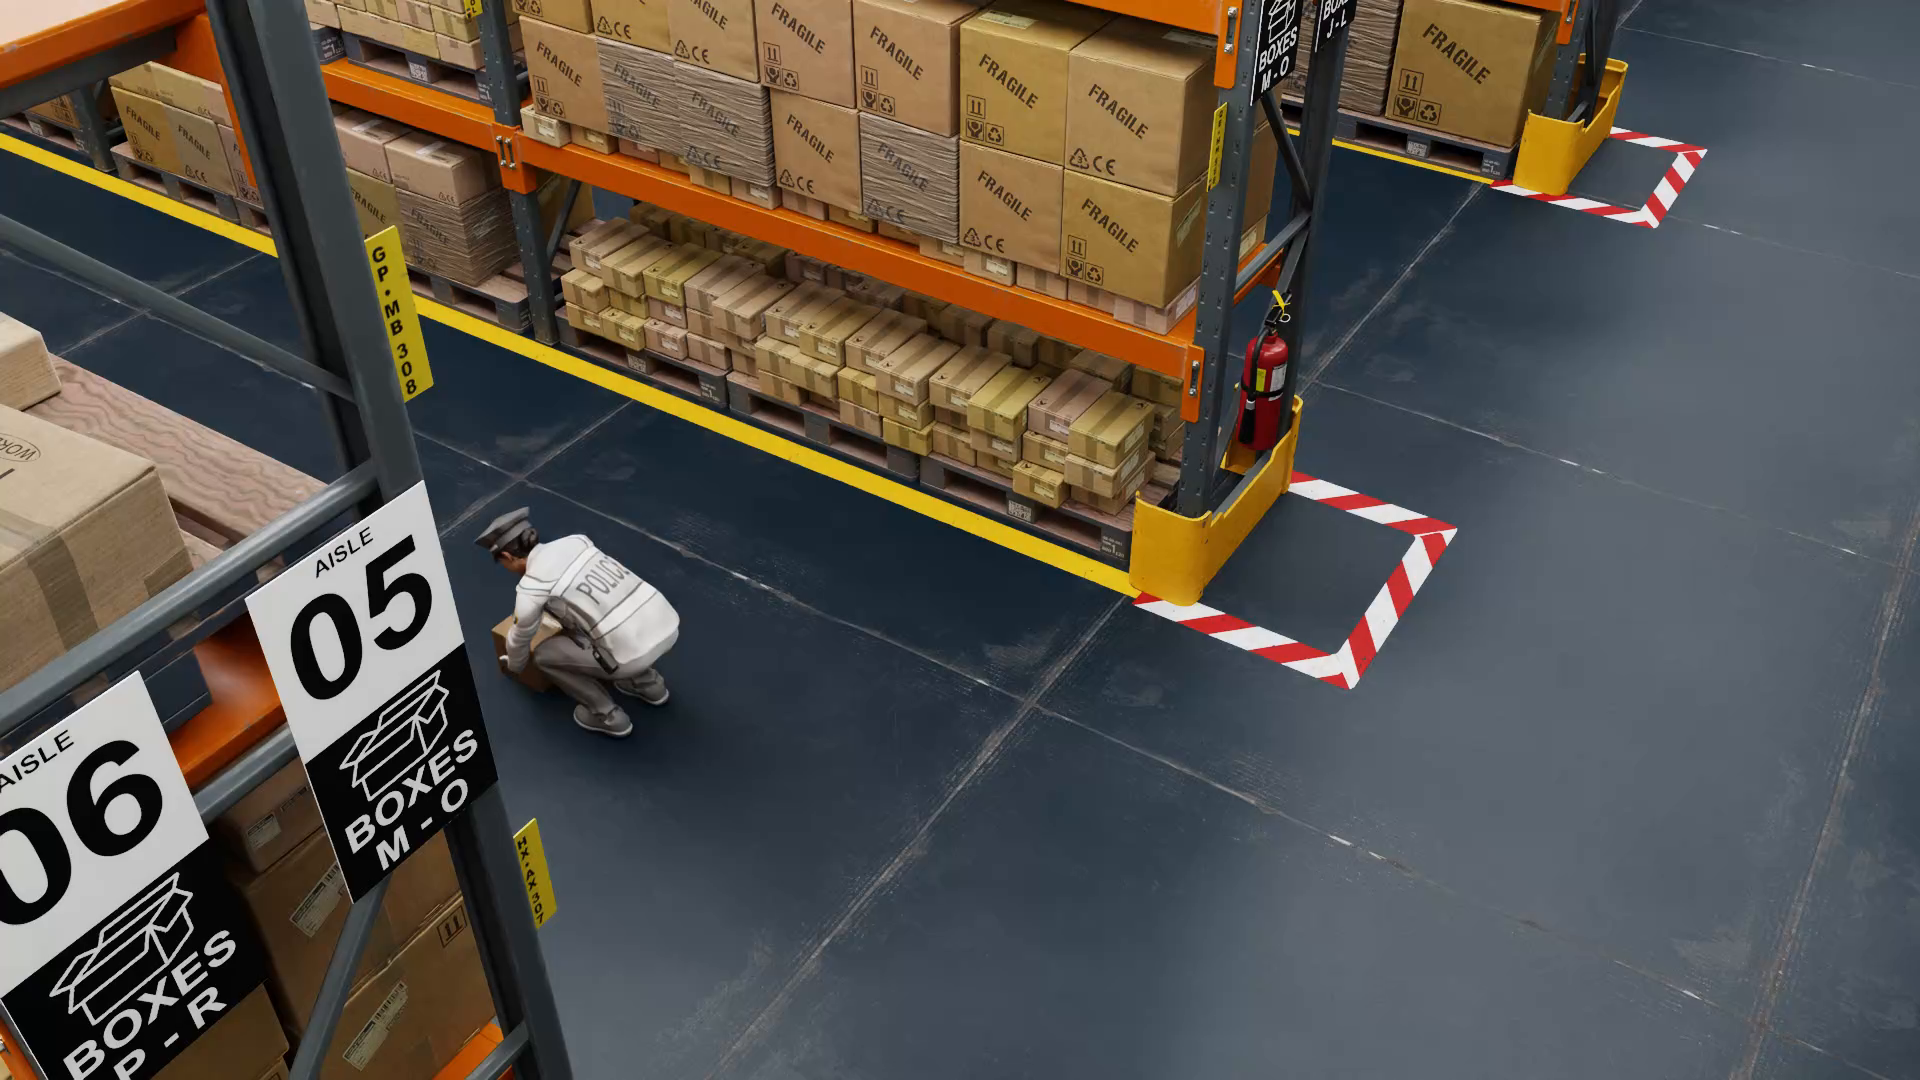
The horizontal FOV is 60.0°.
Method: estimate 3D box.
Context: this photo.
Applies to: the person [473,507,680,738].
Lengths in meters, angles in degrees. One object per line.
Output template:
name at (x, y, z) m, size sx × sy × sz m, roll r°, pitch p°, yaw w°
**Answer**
person at (-1.567, 0.328, 6.864) m, size 0.853 × 0.928 × 0.486 m, roll 22°, pitch 43°, yaw 25°
